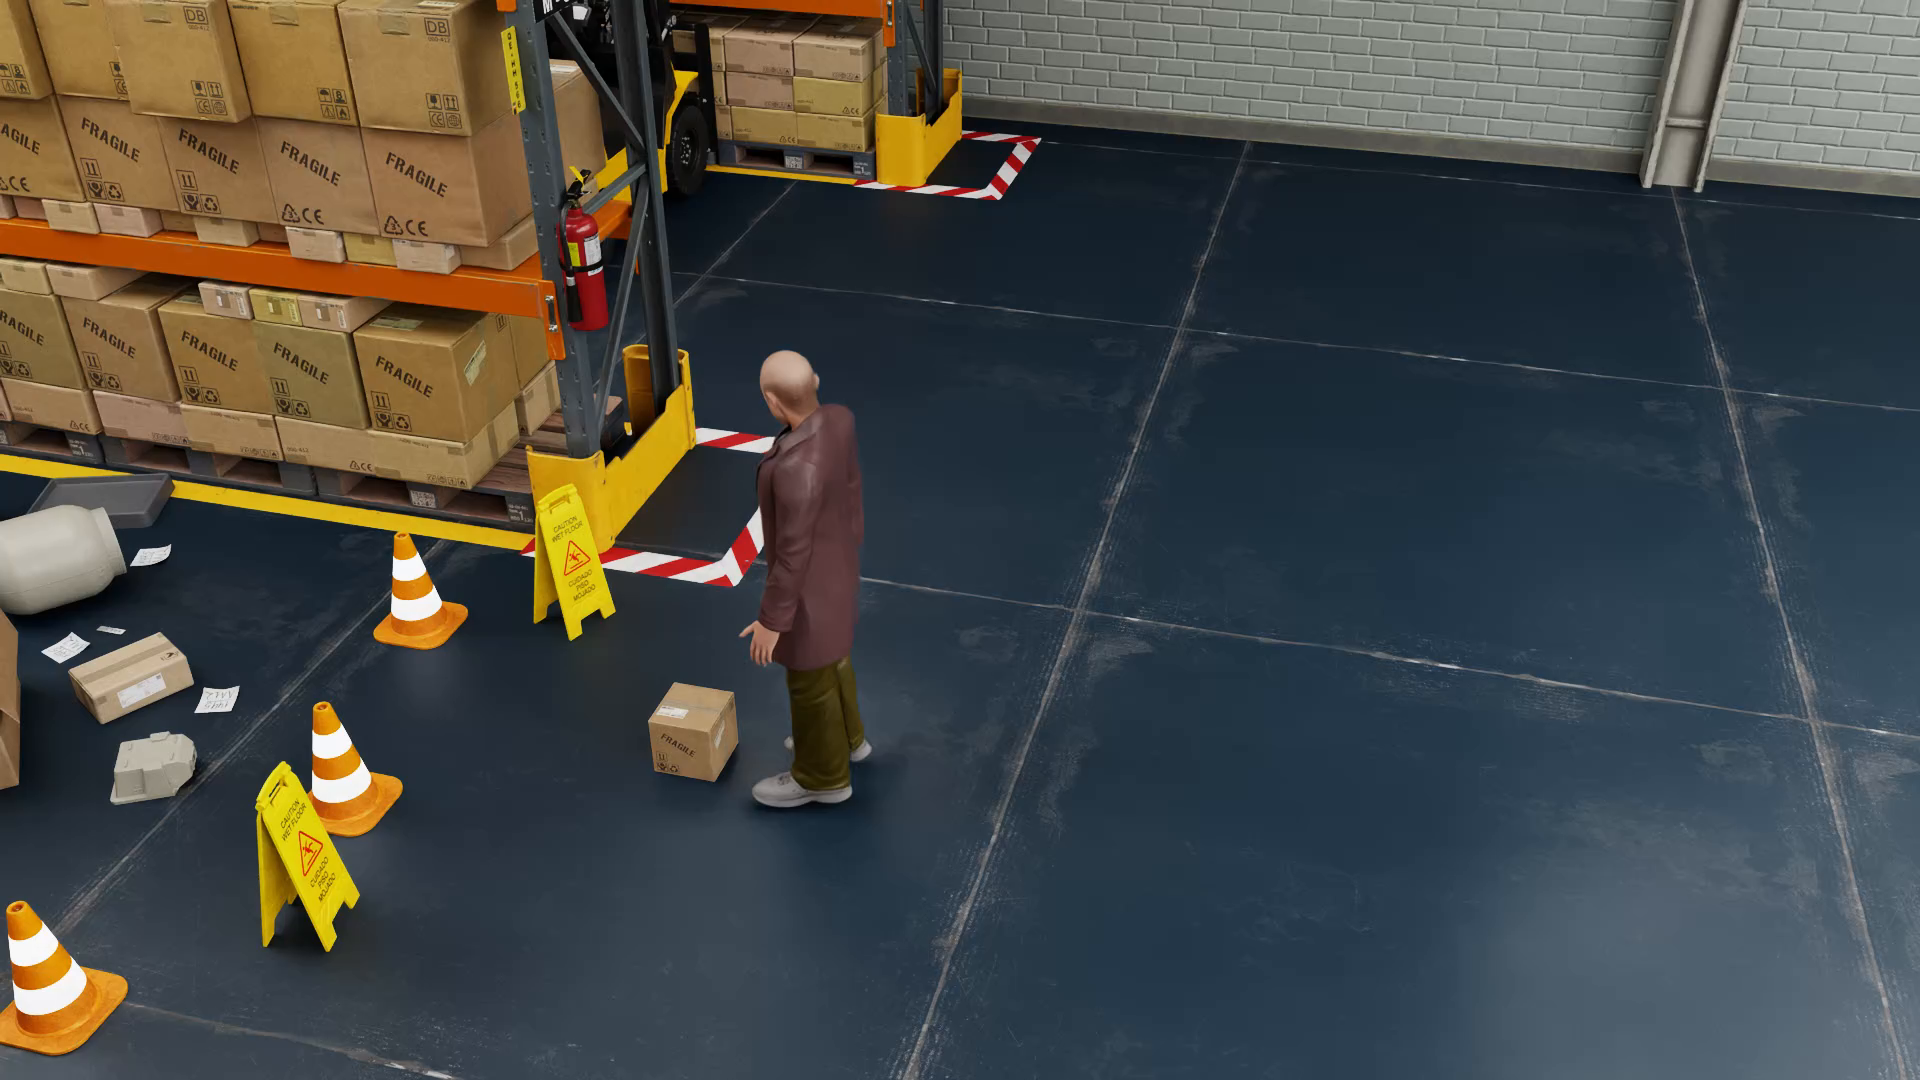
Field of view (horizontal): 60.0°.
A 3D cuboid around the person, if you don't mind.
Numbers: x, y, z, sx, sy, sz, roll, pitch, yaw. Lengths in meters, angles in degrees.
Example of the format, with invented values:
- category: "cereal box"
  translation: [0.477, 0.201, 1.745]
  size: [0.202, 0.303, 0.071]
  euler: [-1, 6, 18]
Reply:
- category: "person"
  translation: [-0.560, 0.184, 5.869]
  size: [0.404, 1.816, 0.672]
  euler: [4, 33, 7]
